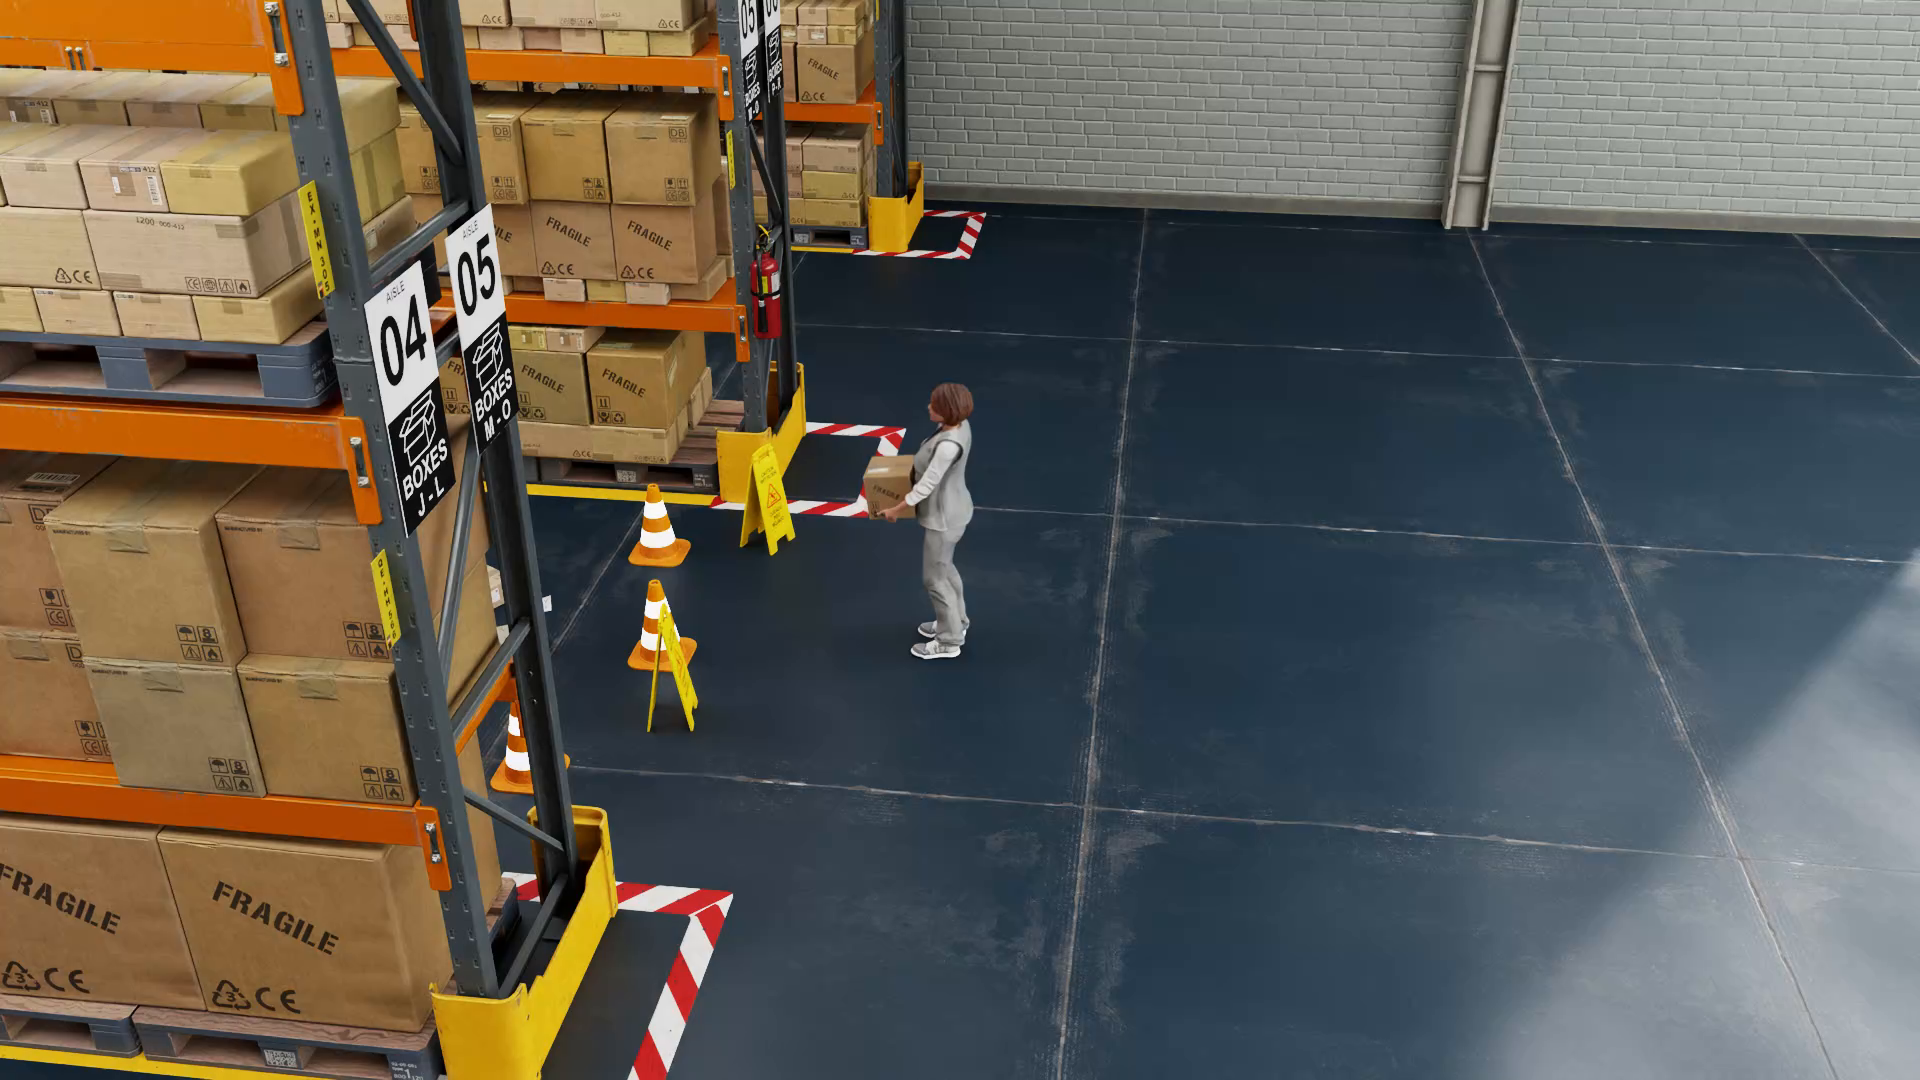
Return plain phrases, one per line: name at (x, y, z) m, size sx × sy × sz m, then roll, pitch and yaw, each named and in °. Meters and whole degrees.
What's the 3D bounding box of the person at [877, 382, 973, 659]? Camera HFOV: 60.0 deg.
person at (-0.176, -0.115, 8.854) m, size 0.494 × 1.589 × 0.404 m, roll 4°, pitch 29°, yaw 7°
